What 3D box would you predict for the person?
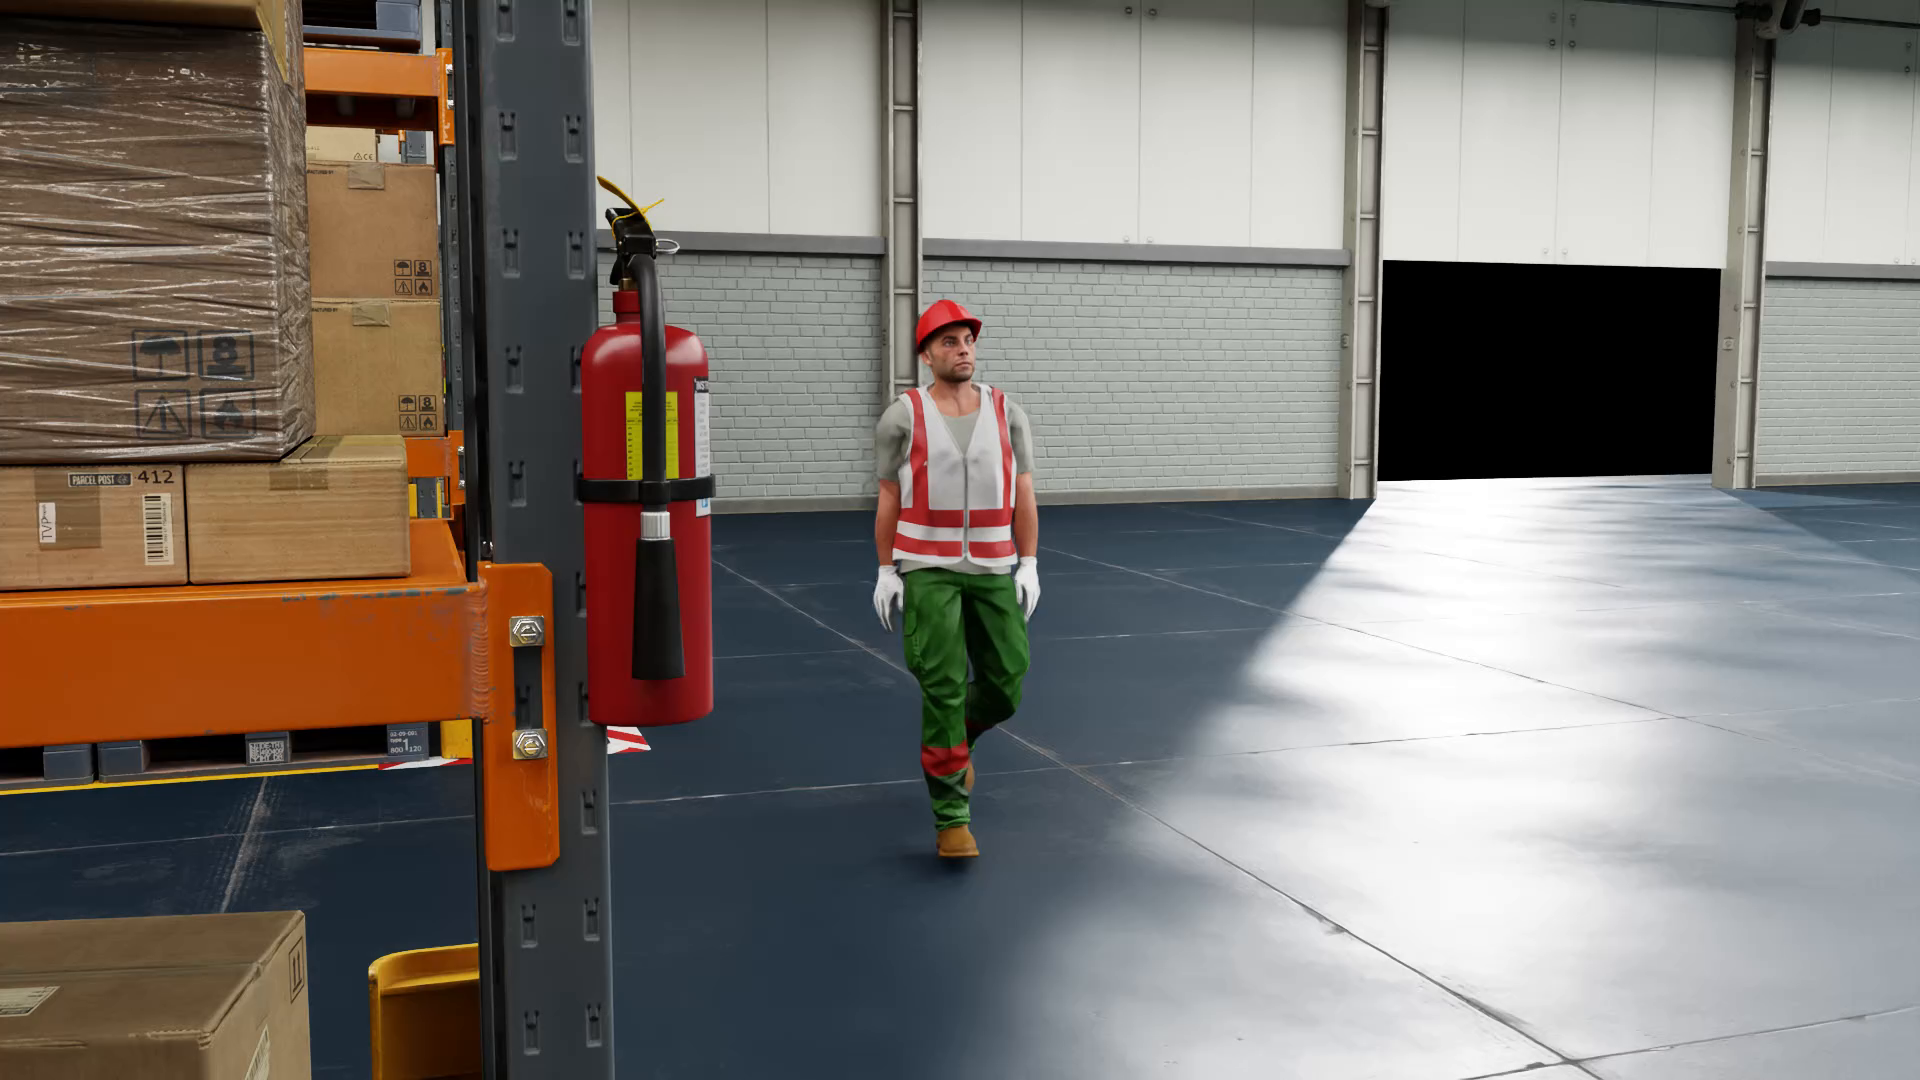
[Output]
[{"bbox_3d":[-0.014,0.105,5.461,0.549,1.773,0.759,-2,6,-15],"label":"person"}]
